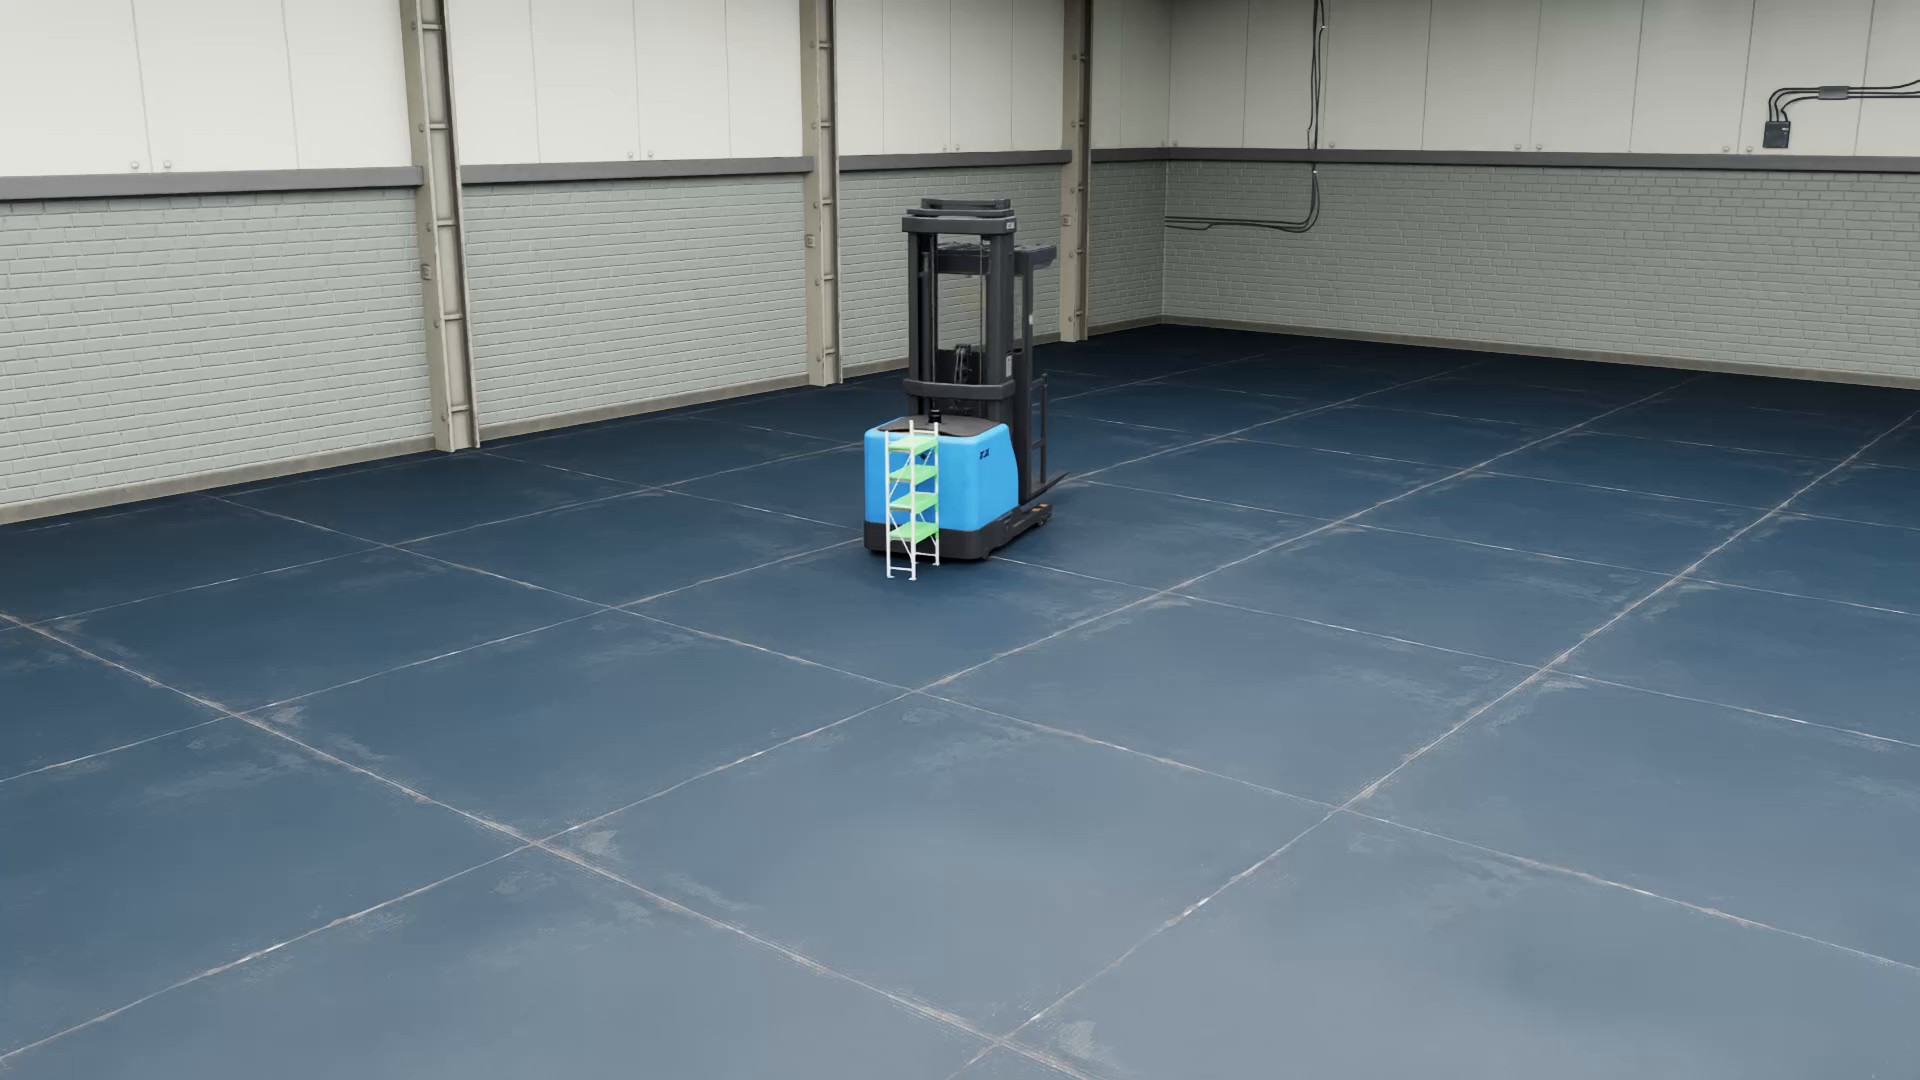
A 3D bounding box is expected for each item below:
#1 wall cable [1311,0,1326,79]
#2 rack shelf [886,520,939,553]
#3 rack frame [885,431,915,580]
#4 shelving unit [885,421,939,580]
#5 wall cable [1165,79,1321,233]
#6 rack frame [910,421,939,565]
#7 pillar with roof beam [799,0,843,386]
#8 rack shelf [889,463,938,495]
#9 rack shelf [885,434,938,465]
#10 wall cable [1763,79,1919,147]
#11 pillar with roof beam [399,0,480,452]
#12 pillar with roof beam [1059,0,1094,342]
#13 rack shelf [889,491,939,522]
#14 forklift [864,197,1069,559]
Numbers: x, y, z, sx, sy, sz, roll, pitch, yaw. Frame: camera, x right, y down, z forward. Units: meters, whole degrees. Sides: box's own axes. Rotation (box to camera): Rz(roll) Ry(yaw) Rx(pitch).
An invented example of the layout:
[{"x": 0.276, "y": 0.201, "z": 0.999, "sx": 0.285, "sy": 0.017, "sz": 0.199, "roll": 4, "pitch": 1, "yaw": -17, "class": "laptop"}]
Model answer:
[{"x": 6.874, "y": -8.580, "z": 26.170, "sx": 3.097, "sy": 2.526, "sz": 0.112, "roll": 11, "pitch": 18, "yaw": 38, "class": "wall cable"}, {"x": -0.384, "y": -0.031, "z": 13.538, "sx": 0.258, "sy": 0.148, "sz": 0.480, "roll": 6, "pitch": 16, "yaw": 21, "class": "rack shelf"}, {"x": -0.475, "y": -0.268, "z": 13.242, "sx": 0.240, "sy": 1.200, "sz": 0.015, "roll": 6, "pitch": 16, "yaw": 21, "class": "rack frame"}, {"x": -0.384, "y": -0.326, "z": 13.461, "sx": 0.258, "sy": 1.200, "sz": 0.503, "roll": 6, "pitch": 16, "yaw": 21, "class": "shelving unit"}, {"x": 4.770, "y": -6.551, "z": 28.439, "sx": 3.097, "sy": 2.526, "sz": 0.112, "roll": 11, "pitch": 18, "yaw": 38, "class": "wall cable"}, {"x": -0.293, "y": -0.383, "z": 13.680, "sx": 0.240, "sy": 1.200, "sz": 0.015, "roll": 6, "pitch": 16, "yaw": 21, "class": "rack frame"}, {"x": 1.468, "y": -5.881, "z": 19.496, "sx": 9.100, "sy": 9.000, "sz": 0.400, "roll": 11, "pitch": 18, "yaw": 38, "class": "pillar with roof beam"}, {"x": -0.385, "y": -0.496, "z": 13.417, "sx": 0.258, "sy": 0.148, "sz": 0.480, "roll": 6, "pitch": 16, "yaw": 21, "class": "rack shelf"}, {"x": -0.385, "y": -0.728, "z": 13.357, "sx": 0.258, "sy": 0.148, "sz": 0.480, "roll": 6, "pitch": 16, "yaw": 21, "class": "rack shelf"}, {"x": 12.144, "y": -8.232, "z": 21.843, "sx": 2.305, "sy": 6.003, "sz": 0.169, "roll": 11, "pitch": 18, "yaw": 38, "class": "wall cable"}, {"x": -2.304, "y": -4.732, "z": 14.973, "sx": 9.100, "sy": 9.000, "sz": 0.400, "roll": 11, "pitch": 18, "yaw": 38, "class": "pillar with roof beam"}, {"x": 5.239, "y": -7.030, "z": 24.019, "sx": 9.100, "sy": 9.000, "sz": 0.400, "roll": 11, "pitch": 18, "yaw": 38, "class": "pillar with roof beam"}, {"x": -0.384, "y": -0.264, "z": 13.477, "sx": 0.258, "sy": 0.148, "sz": 0.480, "roll": 6, "pitch": 16, "yaw": 21, "class": "rack shelf"}, {"x": 0.204, "y": -1.578, "z": 14.880, "sx": 1.130, "sy": 2.935, "sz": 3.031, "roll": 6, "pitch": 15, "yaw": 21, "class": "forklift"}]
